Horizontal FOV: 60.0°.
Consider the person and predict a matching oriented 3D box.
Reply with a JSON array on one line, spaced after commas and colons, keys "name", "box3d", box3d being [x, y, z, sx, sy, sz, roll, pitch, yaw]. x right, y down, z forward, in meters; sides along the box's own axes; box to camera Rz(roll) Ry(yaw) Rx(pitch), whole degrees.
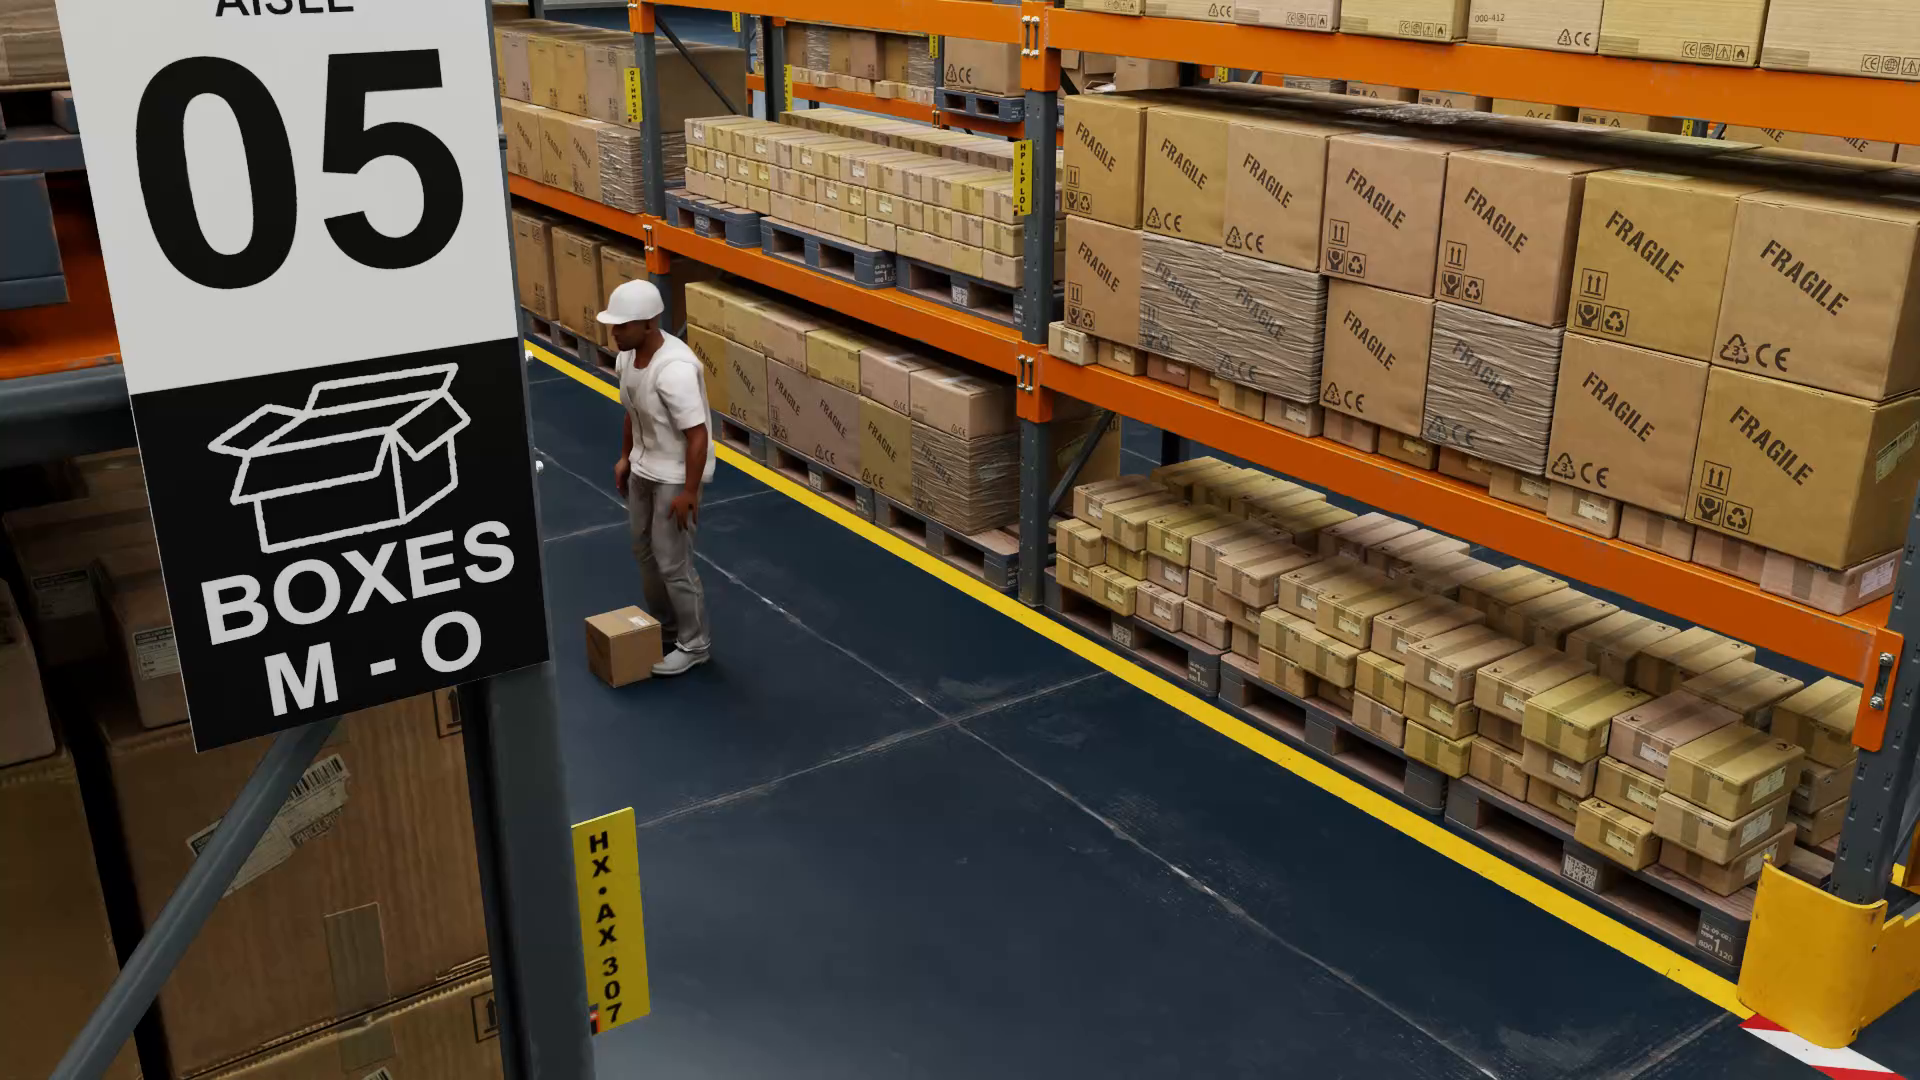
[{"name": "person", "box3d": [-1.320, -0.279, 7.276, 0.461, 1.760, 0.636, -15, 26, -34]}]
